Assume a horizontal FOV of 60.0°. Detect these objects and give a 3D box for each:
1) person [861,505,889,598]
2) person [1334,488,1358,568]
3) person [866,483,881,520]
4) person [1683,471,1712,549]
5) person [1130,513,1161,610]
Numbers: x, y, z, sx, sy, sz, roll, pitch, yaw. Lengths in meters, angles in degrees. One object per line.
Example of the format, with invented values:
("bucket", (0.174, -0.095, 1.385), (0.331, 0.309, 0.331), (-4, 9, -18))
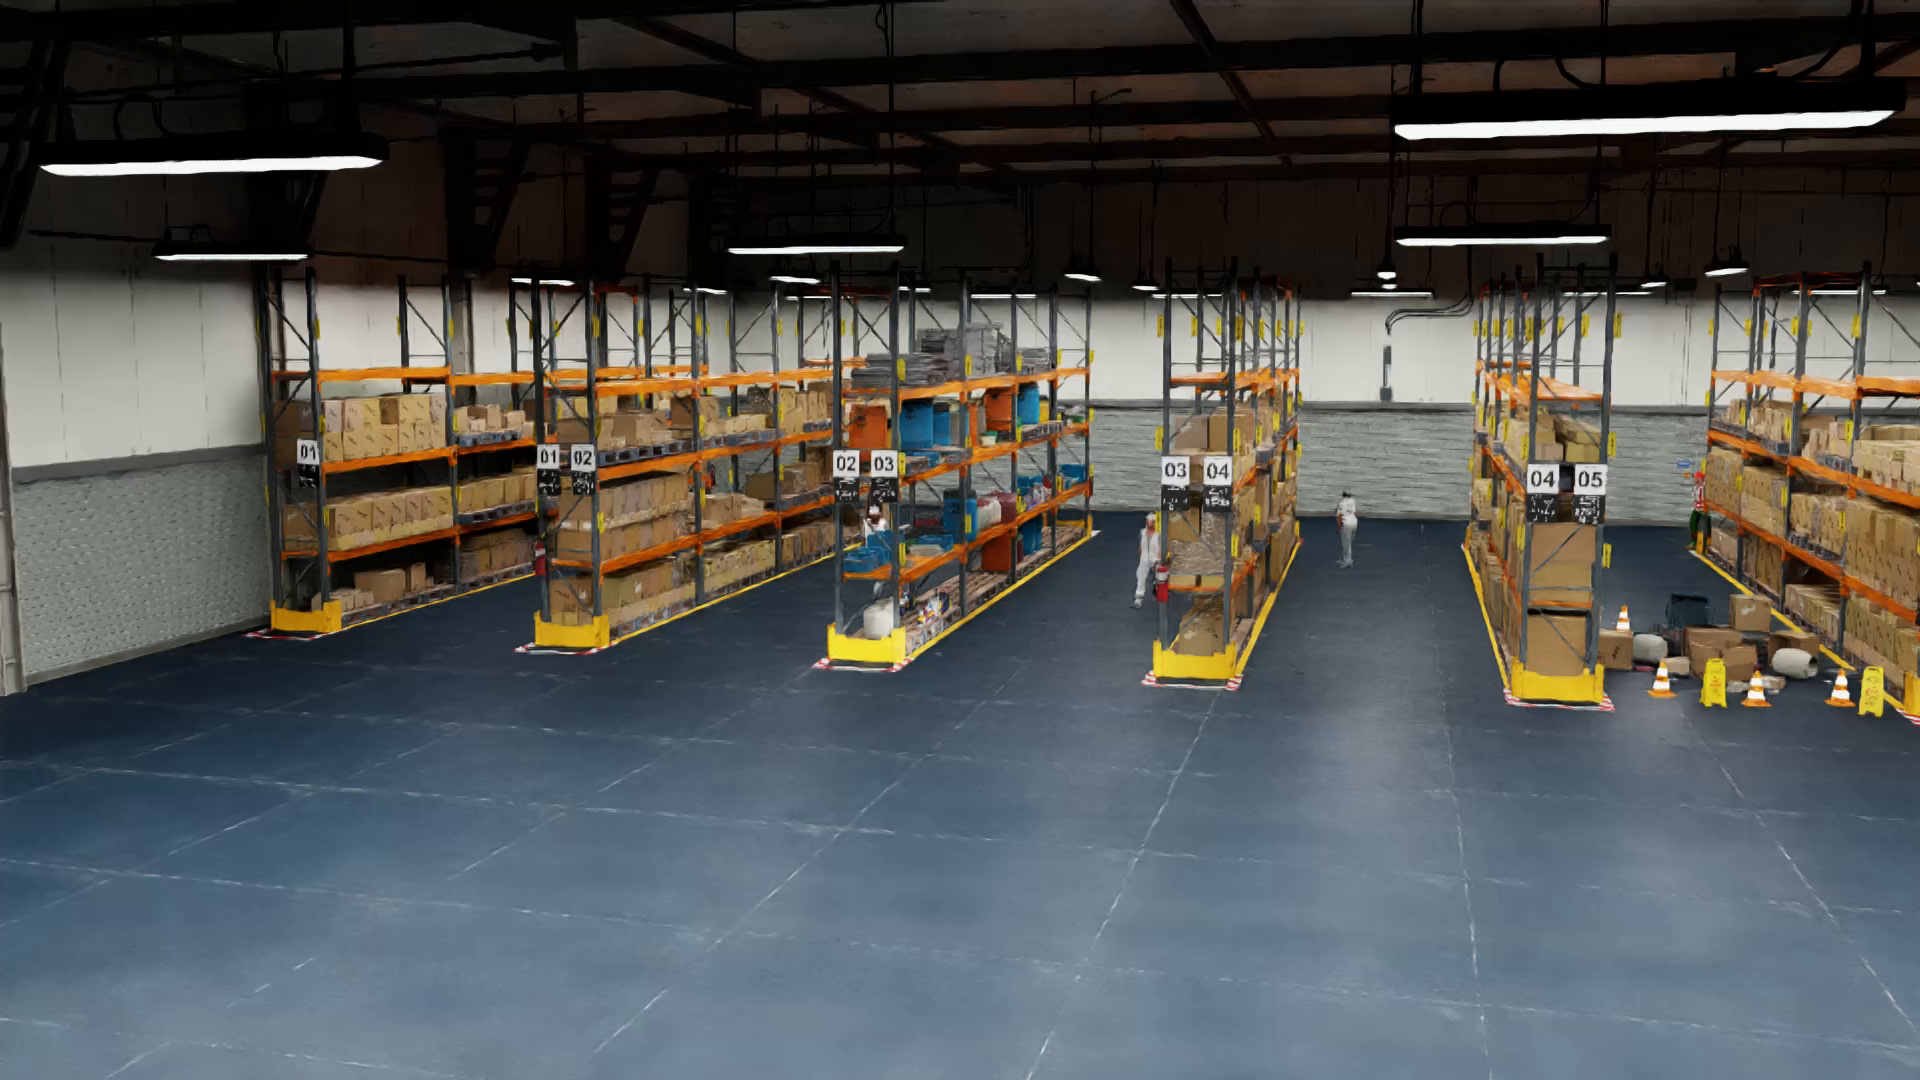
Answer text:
("person", (-1.594, 0.194, 31.210), (0.564, 1.709, 1.136), (2, 8, 17))
("person", (8.129, -0.275, 35.064), (0.593, 1.657, 0.569), (-7, 10, -42))
("person", (-1.809, -0.376, 35.286), (0.449, 1.785, 0.669), (-1, 7, -10))
("person", (16.907, -0.687, 37.970), (0.575, 1.783, 0.566), (-2, 7, -14))
("person", (3.407, 0.373, 29.714), (0.532, 1.729, 1.051), (3, 8, 24))
